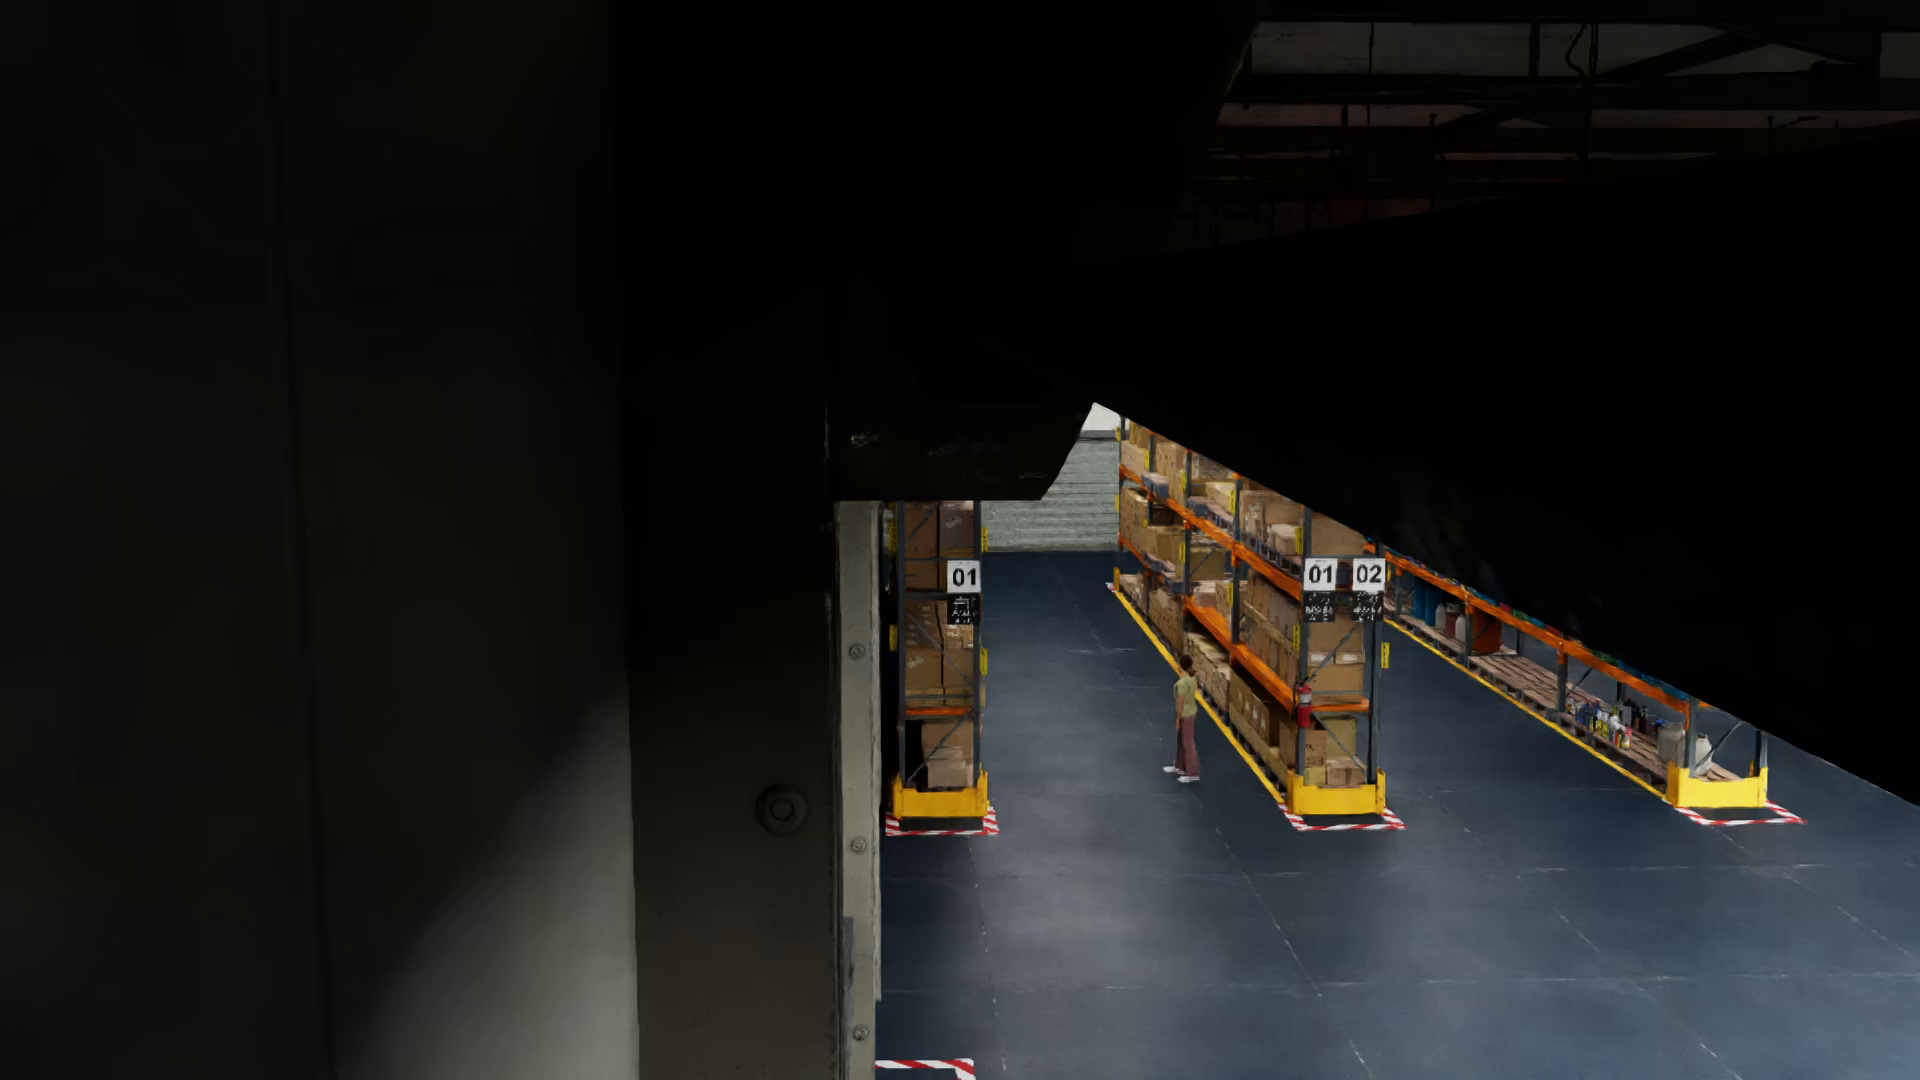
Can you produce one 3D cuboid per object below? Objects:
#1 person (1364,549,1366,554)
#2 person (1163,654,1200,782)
[{"bbox_3d":[9.731,-0.277,40.535,0.529,1.613,0.508,-6,10,-37],"label":"person"},{"bbox_3d":[3.013,2.317,22.018,0.437,1.639,0.534,4,9,24],"label":"person"}]
